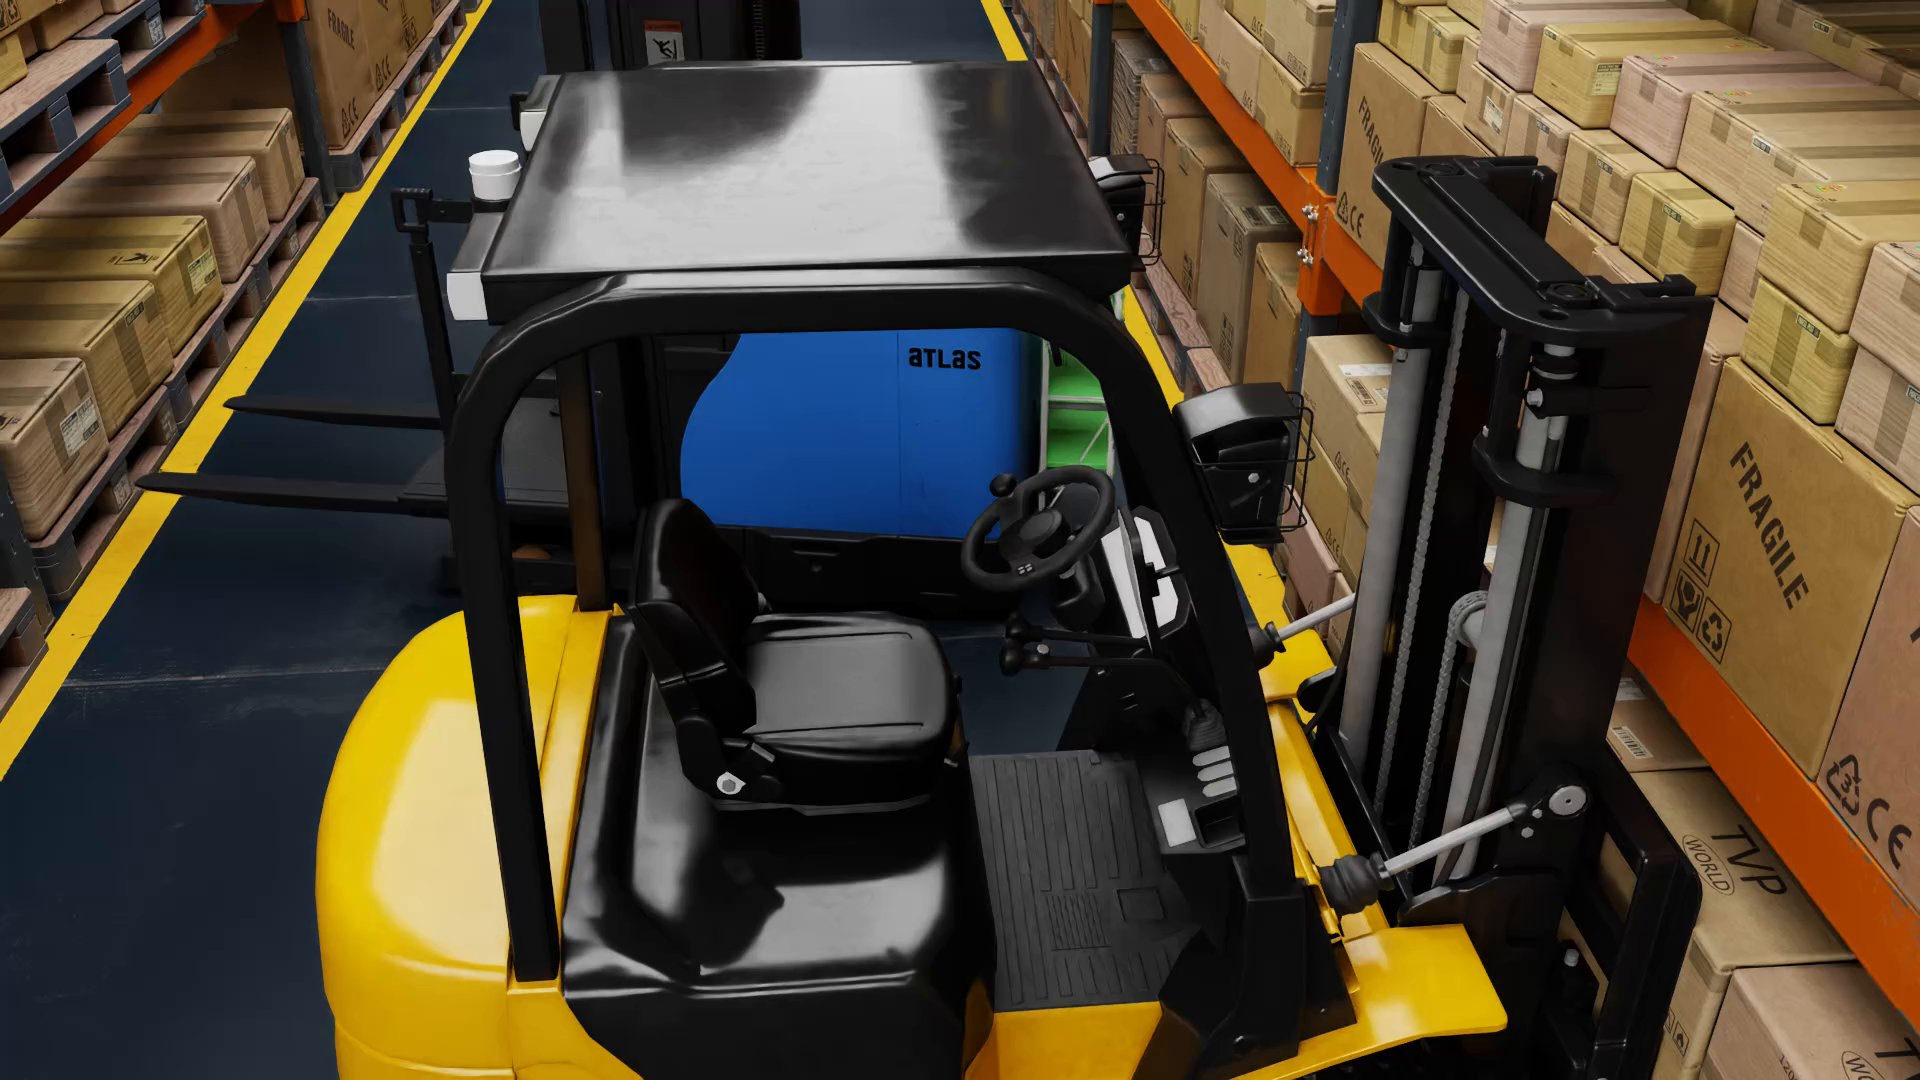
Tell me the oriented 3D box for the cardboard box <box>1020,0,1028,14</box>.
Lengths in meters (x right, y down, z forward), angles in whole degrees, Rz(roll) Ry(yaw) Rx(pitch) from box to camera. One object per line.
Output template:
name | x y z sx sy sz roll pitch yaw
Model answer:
cardboard box | 0.694 -3.874 11.339 0.500 0.500 0.500 -3 31 -5

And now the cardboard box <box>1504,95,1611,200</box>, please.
cardboard box | 1.379 -0.830 3.485 0.380 0.149 0.250 -3 31 -5

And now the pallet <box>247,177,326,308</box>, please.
pallet | -3.683 -1.418 7.918 1.003 0.211 1.213 -3 31 -5

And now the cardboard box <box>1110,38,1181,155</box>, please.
cardboard box | 1.232 -2.095 8.239 0.875 0.625 0.625 -2 31 -3

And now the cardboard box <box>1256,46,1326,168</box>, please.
cardboard box | 1.254 -1.392 5.301 0.500 0.250 0.500 -2 31 -3

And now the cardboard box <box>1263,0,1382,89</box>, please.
cardboard box | 1.261 -1.600 5.163 0.500 0.250 0.500 -3 31 -6

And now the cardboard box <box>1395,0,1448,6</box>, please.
cardboard box | 1.296 -1.484 4.289 0.380 0.149 0.250 -2 31 -4

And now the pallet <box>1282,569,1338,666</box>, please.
pallet | 1.594 0.394 4.885 1.003 0.211 1.213 -3 31 -5

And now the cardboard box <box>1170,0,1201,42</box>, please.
cardboard box | 1.129 -2.166 6.598 0.500 0.250 0.500 -2 31 -3

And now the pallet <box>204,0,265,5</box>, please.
pallet | -3.582 -2.573 7.319 1.213 0.211 1.003 -3 31 -5

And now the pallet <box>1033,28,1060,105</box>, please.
pallet | 1.044 -3.061 10.669 1.003 0.211 1.213 -3 31 -5

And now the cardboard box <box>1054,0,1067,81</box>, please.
cardboard box | 0.846 -3.090 10.025 0.500 0.500 0.500 -1 31 -2

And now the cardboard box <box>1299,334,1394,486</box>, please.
cardboard box | 1.294 -0.379 4.755 0.500 0.250 0.500 -3 31 -5

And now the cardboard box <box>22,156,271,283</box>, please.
cardboard box | -3.634 -1.401 7.323 0.950 0.372 0.625 -3 31 -6

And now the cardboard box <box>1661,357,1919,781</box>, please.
cardboard box | 1.540 0.022 2.690 0.500 0.500 0.500 -3 31 -6

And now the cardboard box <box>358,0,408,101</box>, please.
cardboard box | -3.815 -3.094 9.668 0.875 0.875 0.875 -2 31 -4

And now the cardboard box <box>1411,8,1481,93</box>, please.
cardboard box | 1.355 -1.225 4.146 0.380 0.149 0.250 -2 31 -3

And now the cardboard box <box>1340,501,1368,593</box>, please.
cardboard box | 1.348 0.093 4.454 0.500 0.250 0.500 -3 31 -5

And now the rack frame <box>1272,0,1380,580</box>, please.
rack frame | 1.561 -1.211 4.853 1.000 3.000 0.127 -3 31 -5

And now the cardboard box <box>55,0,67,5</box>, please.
cardboard box | -3.219 -2.085 5.518 0.500 0.500 0.500 -3 31 -5

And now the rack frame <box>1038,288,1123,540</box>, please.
rack frame | 0.382 -0.450 5.333 0.240 1.200 0.015 3 31 5

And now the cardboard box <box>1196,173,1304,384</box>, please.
cardboard box | 1.436 -1.035 6.463 0.875 0.625 0.625 -3 31 -5

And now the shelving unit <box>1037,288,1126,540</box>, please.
shelving unit | 0.408 -0.574 5.542 0.258 1.200 0.503 3 31 5

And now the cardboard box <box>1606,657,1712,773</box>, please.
cardboard box | 1.431 0.405 3.444 0.500 0.250 0.500 -3 31 -6

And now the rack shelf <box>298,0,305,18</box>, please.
rack shelf | -3.941 -3.726 9.765 1.077 0.370 4.000 -3 31 -5

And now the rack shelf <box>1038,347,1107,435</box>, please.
rack shelf | 0.408 -0.520 5.574 0.258 0.148 0.480 3 31 5

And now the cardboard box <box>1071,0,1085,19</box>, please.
cardboard box | 0.833 -3.017 9.272 0.380 0.149 0.250 -4 31 -7

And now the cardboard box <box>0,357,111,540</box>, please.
cardboard box | -3.432 -0.292 5.466 0.950 0.372 0.625 -2 31 -4

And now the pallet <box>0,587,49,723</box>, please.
pallet | -3.282 0.567 4.596 1.003 0.211 1.213 -3 31 -5

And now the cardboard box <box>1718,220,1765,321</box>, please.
cardboard box | 1.546 -0.440 2.831 0.380 0.149 0.250 -3 31 -5

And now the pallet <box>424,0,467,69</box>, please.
pallet | -3.981 -3.469 11.351 1.003 0.211 1.213 -3 31 -5

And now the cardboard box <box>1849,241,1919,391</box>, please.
cardboard box | 1.502 -0.306 2.317 0.380 0.149 0.250 -2 31 -3

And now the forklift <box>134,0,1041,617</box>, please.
forklift | -1.258 -1.335 5.126 3.031 2.935 1.130 3 31 6

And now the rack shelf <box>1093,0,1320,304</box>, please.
rack shelf | 1.374 -1.924 6.747 1.077 0.370 4.000 -3 31 -5

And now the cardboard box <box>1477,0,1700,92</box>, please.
cardboard box | 1.364 -1.088 3.627 0.380 0.149 0.250 -2 31 -3

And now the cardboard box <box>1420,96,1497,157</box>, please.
cardboard box | 1.408 -0.750 3.983 0.500 0.500 0.500 -2 31 -4

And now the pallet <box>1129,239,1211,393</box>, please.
pallet | 1.336 -1.013 7.240 1.003 0.211 1.213 -3 31 -5

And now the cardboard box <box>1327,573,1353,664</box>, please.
cardboard box | 1.340 0.310 4.578 0.500 0.250 0.500 -3 31 -6

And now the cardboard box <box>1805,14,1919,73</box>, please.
cardboard box | 2.002 -0.989 3.461 0.380 0.149 0.250 -3 31 -5

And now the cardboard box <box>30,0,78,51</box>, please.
cardboard box | -3.217 -1.744 5.580 0.380 0.149 0.250 -2 31 -4

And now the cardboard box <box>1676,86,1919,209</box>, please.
cardboard box | 1.536 -0.703 2.982 0.380 0.149 0.250 -3 31 -4
